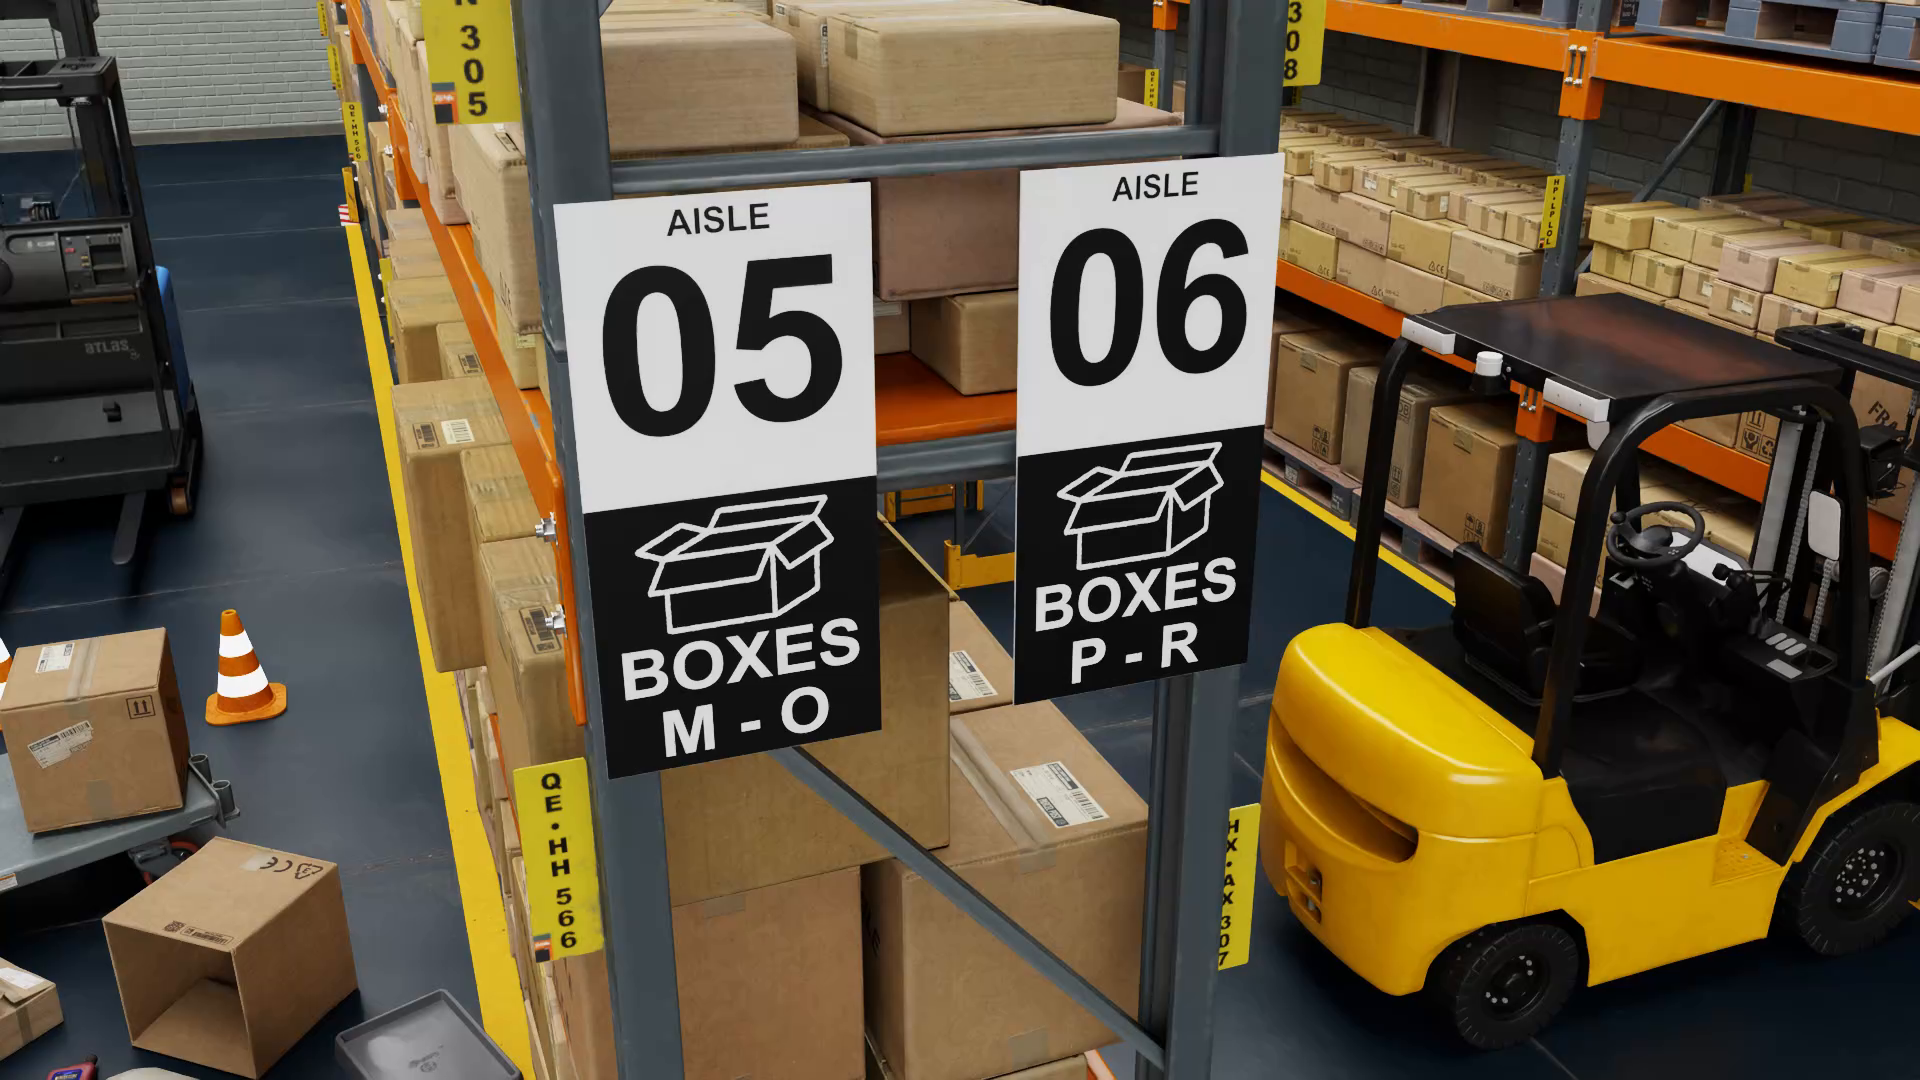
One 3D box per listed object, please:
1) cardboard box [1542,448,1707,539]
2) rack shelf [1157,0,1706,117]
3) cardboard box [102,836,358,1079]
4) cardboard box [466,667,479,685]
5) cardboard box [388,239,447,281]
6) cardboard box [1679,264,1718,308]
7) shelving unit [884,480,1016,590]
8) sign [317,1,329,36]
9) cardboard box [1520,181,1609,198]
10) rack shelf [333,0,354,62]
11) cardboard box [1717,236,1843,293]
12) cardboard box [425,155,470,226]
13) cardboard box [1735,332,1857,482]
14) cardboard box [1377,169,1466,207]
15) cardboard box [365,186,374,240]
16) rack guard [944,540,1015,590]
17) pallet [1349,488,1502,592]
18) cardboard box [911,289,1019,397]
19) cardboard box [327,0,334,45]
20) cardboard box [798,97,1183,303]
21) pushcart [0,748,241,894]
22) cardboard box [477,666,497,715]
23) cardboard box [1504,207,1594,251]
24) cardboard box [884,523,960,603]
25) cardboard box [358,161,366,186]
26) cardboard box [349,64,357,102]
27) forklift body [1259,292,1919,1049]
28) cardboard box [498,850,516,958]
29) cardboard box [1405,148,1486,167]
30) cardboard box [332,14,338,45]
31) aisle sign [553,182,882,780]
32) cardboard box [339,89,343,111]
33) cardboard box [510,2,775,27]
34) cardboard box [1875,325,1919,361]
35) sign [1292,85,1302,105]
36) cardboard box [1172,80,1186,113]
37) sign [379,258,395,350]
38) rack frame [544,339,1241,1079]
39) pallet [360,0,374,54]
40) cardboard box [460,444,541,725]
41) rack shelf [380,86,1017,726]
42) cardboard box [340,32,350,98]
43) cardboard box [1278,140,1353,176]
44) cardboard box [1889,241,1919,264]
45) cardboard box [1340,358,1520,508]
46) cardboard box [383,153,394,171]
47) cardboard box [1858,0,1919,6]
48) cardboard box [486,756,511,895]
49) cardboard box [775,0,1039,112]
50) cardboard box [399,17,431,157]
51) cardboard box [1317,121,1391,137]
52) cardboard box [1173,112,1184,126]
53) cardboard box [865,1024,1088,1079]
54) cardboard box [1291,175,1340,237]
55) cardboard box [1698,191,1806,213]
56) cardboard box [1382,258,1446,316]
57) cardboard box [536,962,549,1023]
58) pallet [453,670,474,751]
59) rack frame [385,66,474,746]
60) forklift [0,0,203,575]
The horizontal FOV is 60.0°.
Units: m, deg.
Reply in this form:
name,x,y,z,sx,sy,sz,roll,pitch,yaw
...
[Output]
name,x,y,z,sx,sy,sz,roll,pitch,yaw
cardboard box,3.058,-0.230,7.647,0.500,0.250,0.500,-9,24,-20
rack shelf,2.474,-2.839,9.189,1.077,0.370,4.000,-8,24,-19
cardboard box,-2.356,1.347,5.407,0.500,0.500,0.500,8,24,18
cardboard box,-1.518,0.355,5.746,0.380,0.149,0.250,-8,24,-18
cardboard box,-1.349,-0.645,5.120,0.700,0.500,0.500,-8,24,-19
cardboard box,3.258,-1.070,6.963,0.380,0.149,0.250,-8,24,-19
shelving unit,0.027,-0.663,8.893,0.587,1.500,1.083,-8,24,-19
sign,-6.222,-5.101,16.274,0.100,0.325,0.005,-8,24,-19
cardboard box,3.124,-1.760,8.599,0.380,0.149,0.250,-8,24,-19
rack shelf,-3.581,-3.610,11.018,1.077,0.370,4.000,-8,24,-19
cardboard box,3.286,-1.106,6.665,0.380,0.149,0.250,-8,24,-18
cardboard box,-1.020,-0.836,3.832,0.380,0.149,0.250,-9,24,-20
cardboard box,3.473,-0.540,6.541,0.500,0.500,0.500,-9,24,-20
cardboard box,2.456,-1.869,8.859,0.380,0.149,0.250,-9,24,-20
cardboard box,-3.491,-2.095,10.553,0.500,0.250,0.500,-8,24,-18
rack guard,0.203,0.093,8.706,0.587,0.250,0.087,-8,24,-19
pallet,2.884,-0.039,9.072,1.003,0.211,1.213,-8,24,-19
cardboard box,0.138,-0.358,2.698,0.380,0.149,0.250,-8,24,-19
cardboard box,-5.419,-4.660,15.029,0.500,0.500,0.500,-9,24,-19
cardboard box,0.023,-0.596,2.749,0.500,0.250,0.500,-9,24,-20
pushcart,-3.577,1.160,6.012,1.648,0.377,0.936,-18,29,-37
cardboard box,-1.207,0.361,4.855,0.380,0.149,0.250,-8,24,-19
cardboard box,2.852,-1.501,7.984,0.380,0.149,0.250,-7,24,-17
cardboard box,-0.323,0.308,4.146,0.500,0.500,0.500,-9,24,-20
cardboard box,-3.668,-2.504,10.879,0.500,0.250,0.500,-9,24,-20
cardboard box,-3.491,-2.677,10.323,0.500,0.500,0.500,-8,24,-18
forklift body,2.217,0.344,5.665,2.313,2.155,1.214,-8,24,-19
cardboard box,-1.307,1.138,5.688,0.500,0.250,0.500,-7,24,-16
cardboard box,2.762,-2.124,9.464,0.380,0.149,0.250,-8,24,-19
cardboard box,-4.713,-3.927,13.288,0.500,0.500,0.500,-9,24,-19
aisle sign,-0.298,-0.062,2.187,0.394,0.787,0.004,-8,24,-19
cardboard box,-5.432,-4.205,15.235,0.500,0.500,0.500,-8,24,-19
cardboard box,-0.499,-0.741,2.582,0.380,0.149,0.250,-8,24,-18
cardboard box,3.575,-0.690,6.062,0.380,0.149,0.250,-9,24,-20
sign,2.286,-3.126,11.315,0.100,0.325,0.005,-8,24,-19
cardboard box,1.732,-2.963,11.749,0.500,0.500,0.500,-7,24,-17
sign,-1.979,-0.836,5.880,0.100,0.325,0.005,-8,24,-19
rack frame,-0.048,1.074,2.840,1.000,3.000,0.127,-8,24,-19
pallet,-1.949,-2.291,7.202,1.213,0.211,1.003,-8,24,-19
cardboard box,-0.605,0.089,3.377,0.700,0.500,0.500,-8,24,-18
rack shelf,-0.755,-0.704,4.121,1.077,0.370,4.000,-8,24,-19
cardboard box,-4.196,-3.413,12.069,0.500,0.500,0.500,-8,24,-19
cardboard box,2.071,-2.237,9.731,0.380,0.149,0.250,-8,24,-18
cardboard box,3.952,-1.099,6.648,0.380,0.149,0.250,-9,24,-20
cardboard box,2.719,-0.632,9.405,0.875,0.625,0.625,-9,24,-20
cardboard box,-2.548,-1.634,8.212,0.500,0.500,0.500,-8,24,-18
cardboard box,3.421,-2.041,5.872,0.396,0.266,0.258,-9,24,-20
cardboard box,-1.306,0.793,5.541,0.500,0.500,0.500,-7,24,-17
cardboard box,-0.087,-0.807,2.736,0.380,0.149,0.250,-8,24,-19
cardboard box,-1.026,-1.079,3.897,0.500,0.250,0.500,-8,24,-18
cardboard box,2.455,-2.508,10.375,0.380,0.149,0.250,-9,24,-20
cardboard box,1.605,-2.704,10.840,0.380,0.149,0.250,-8,24,-17
cardboard box,0.025,1.038,3.249,0.380,0.149,0.250,-8,24,-19
cardboard box,2.244,-1.925,9.505,0.500,0.250,0.500,-8,24,-18
cardboard box,3.576,-1.469,7.528,0.380,0.149,0.250,-8,24,-19
cardboard box,2.575,-1.322,8.718,0.500,0.250,0.500,-8,24,-19
cardboard box,-0.854,1.032,4.139,0.380,0.149,0.250,-8,24,-18
pallet,-1.738,0.623,7.501,1.003,0.211,1.213,-8,24,-19
rack frame,-1.462,-0.380,6.288,1.000,3.000,0.127,-8,24,-19
forklift,-5.051,-1.534,9.117,1.130,2.935,3.031,-8,24,-19
